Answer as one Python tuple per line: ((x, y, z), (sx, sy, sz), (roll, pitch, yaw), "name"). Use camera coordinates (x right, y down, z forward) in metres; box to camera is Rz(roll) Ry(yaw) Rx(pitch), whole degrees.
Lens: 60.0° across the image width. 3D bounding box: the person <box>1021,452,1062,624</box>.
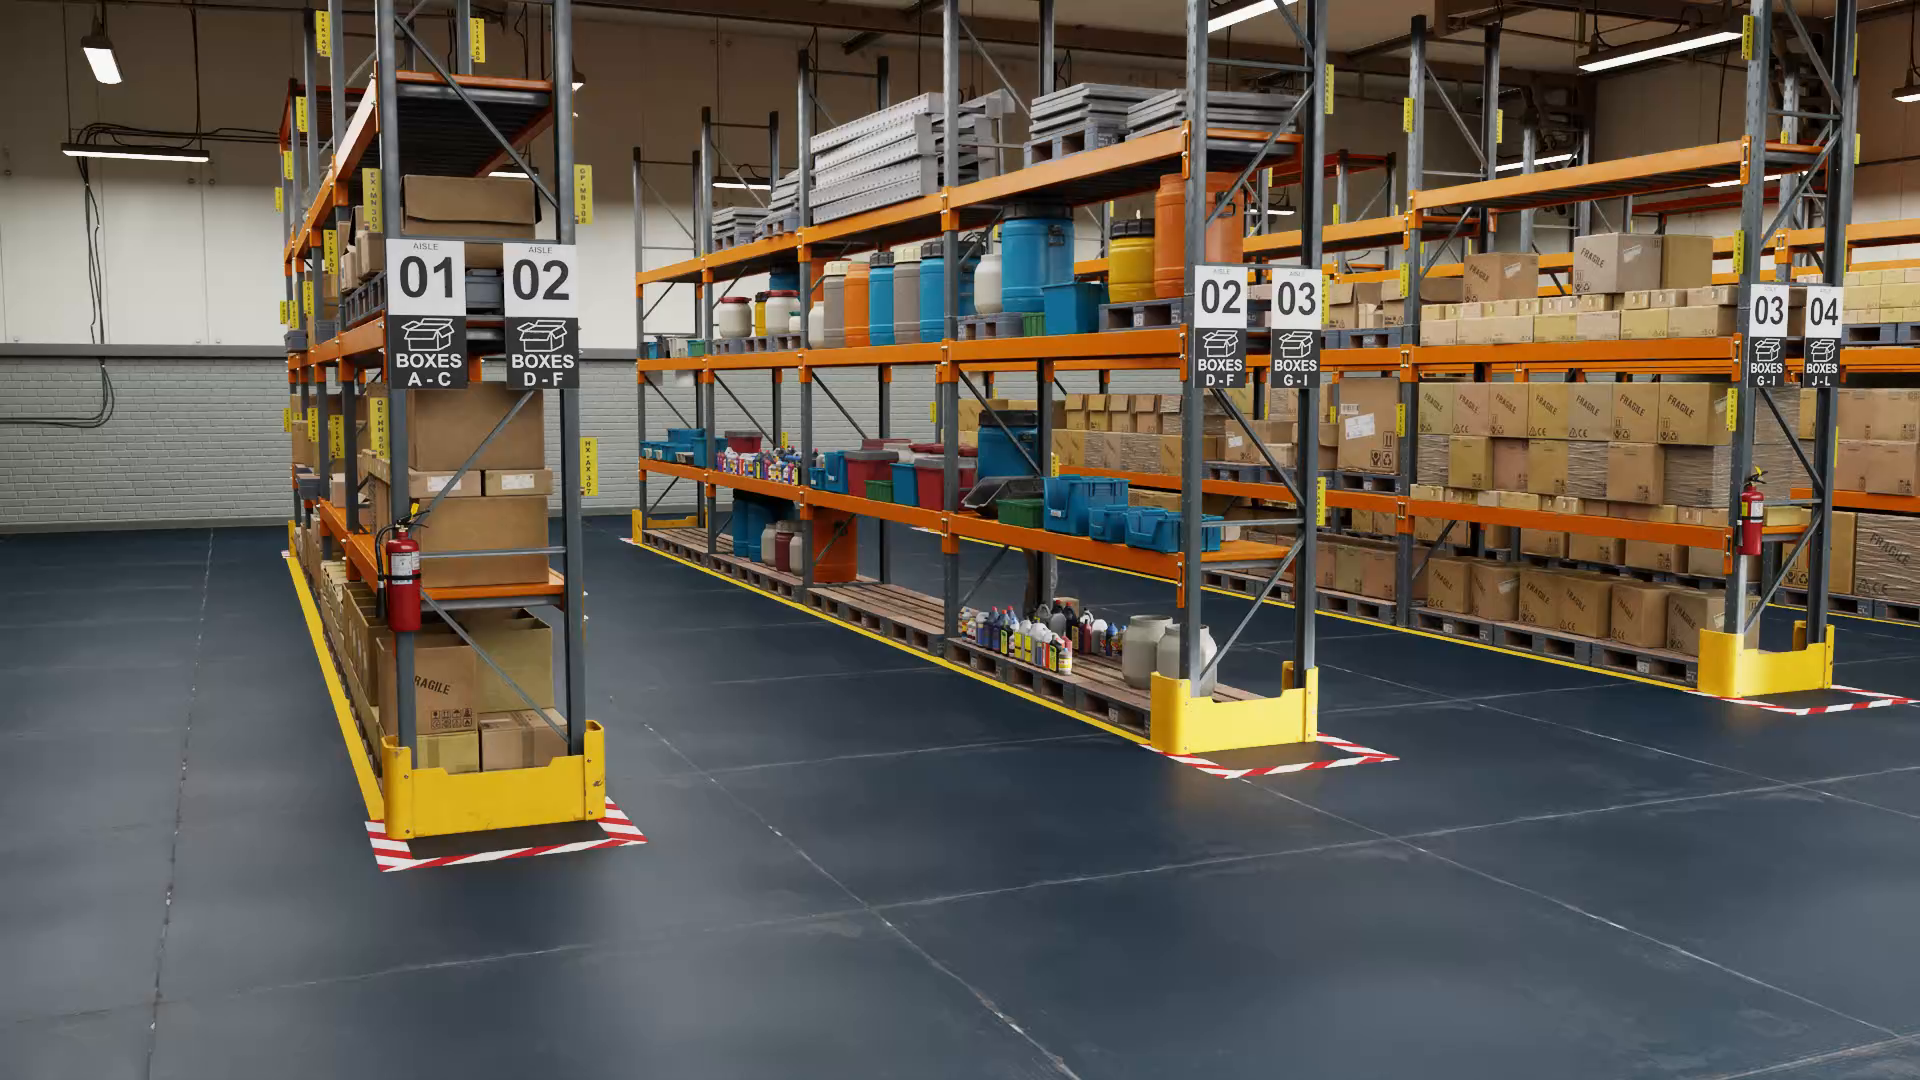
((0.818, -0.019, 16.810), (0.464, 1.771, 0.581), (-2, 6, -24), "person")
